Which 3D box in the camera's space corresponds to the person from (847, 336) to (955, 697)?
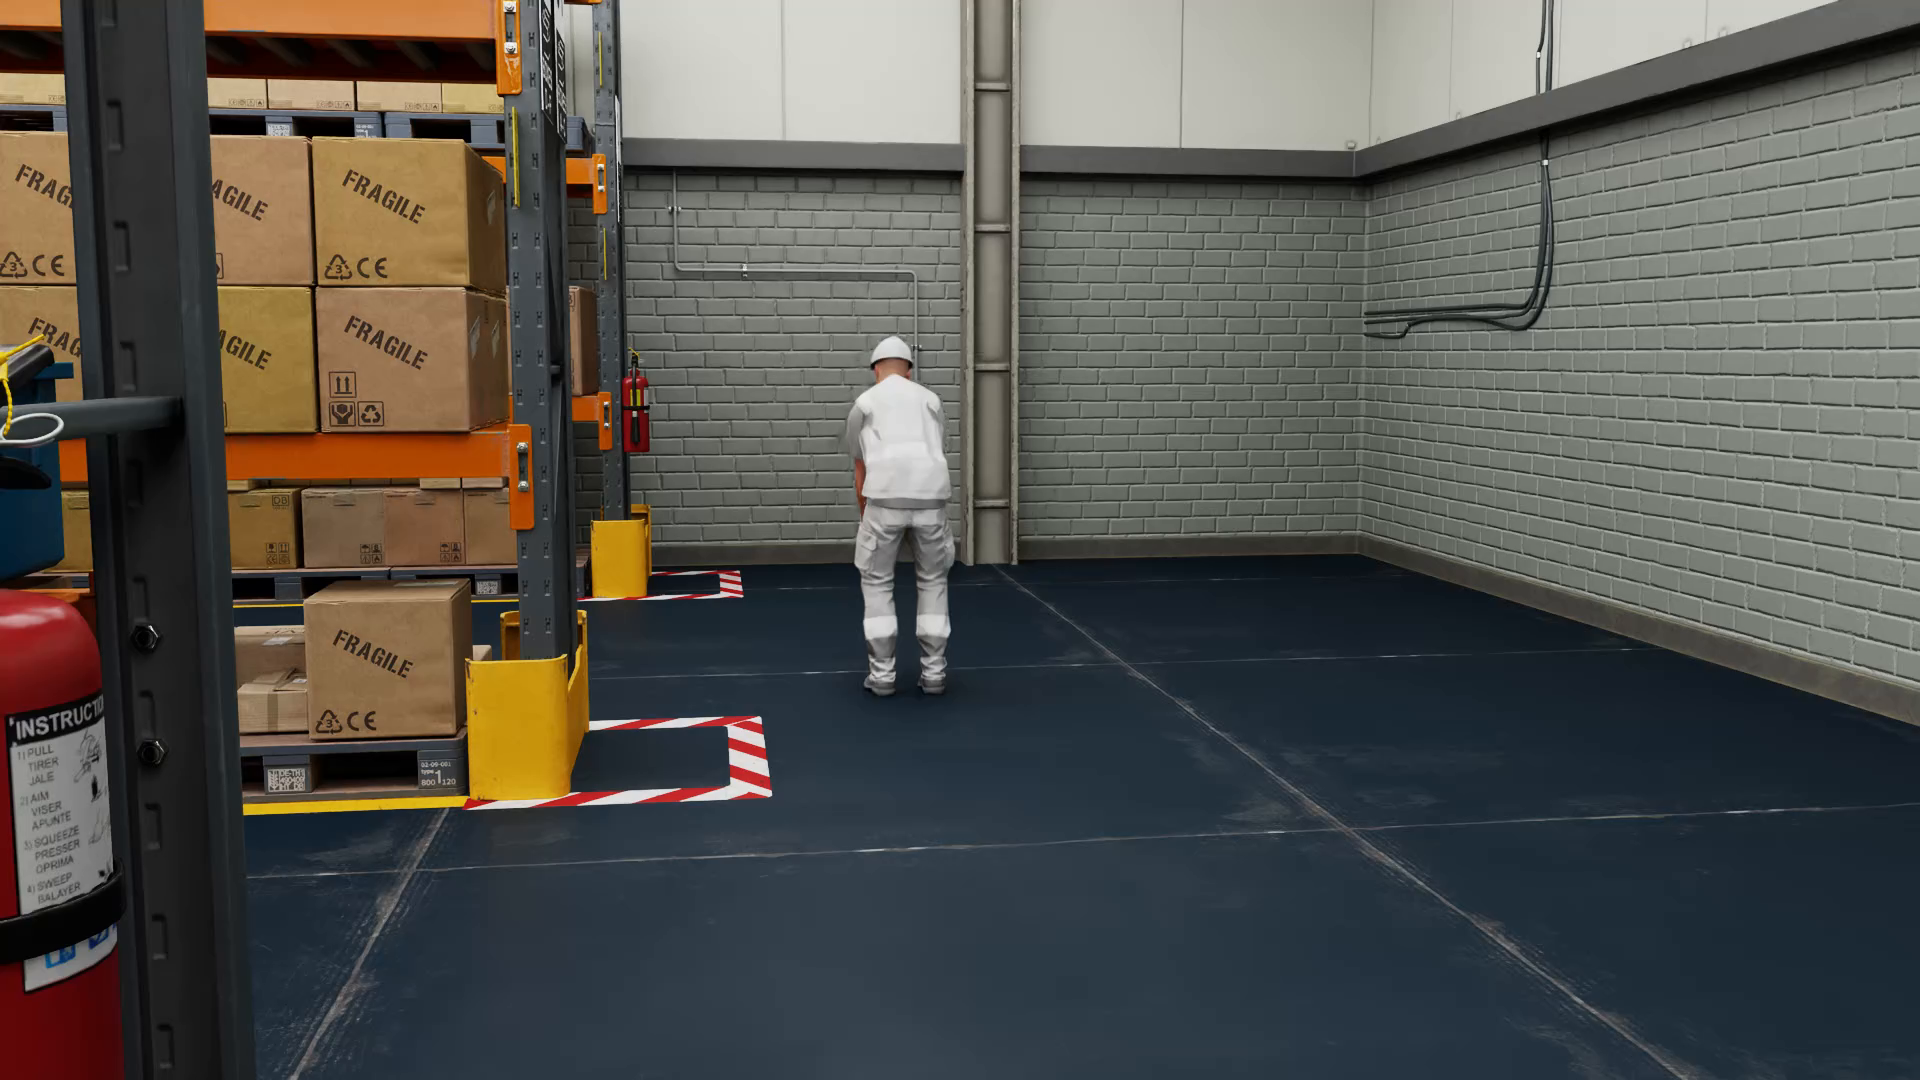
[{"bbox_3d":[-0.285,-0.130,7.856,0.483,1.655,0.715,-1,6,-10],"label":"person"}]
